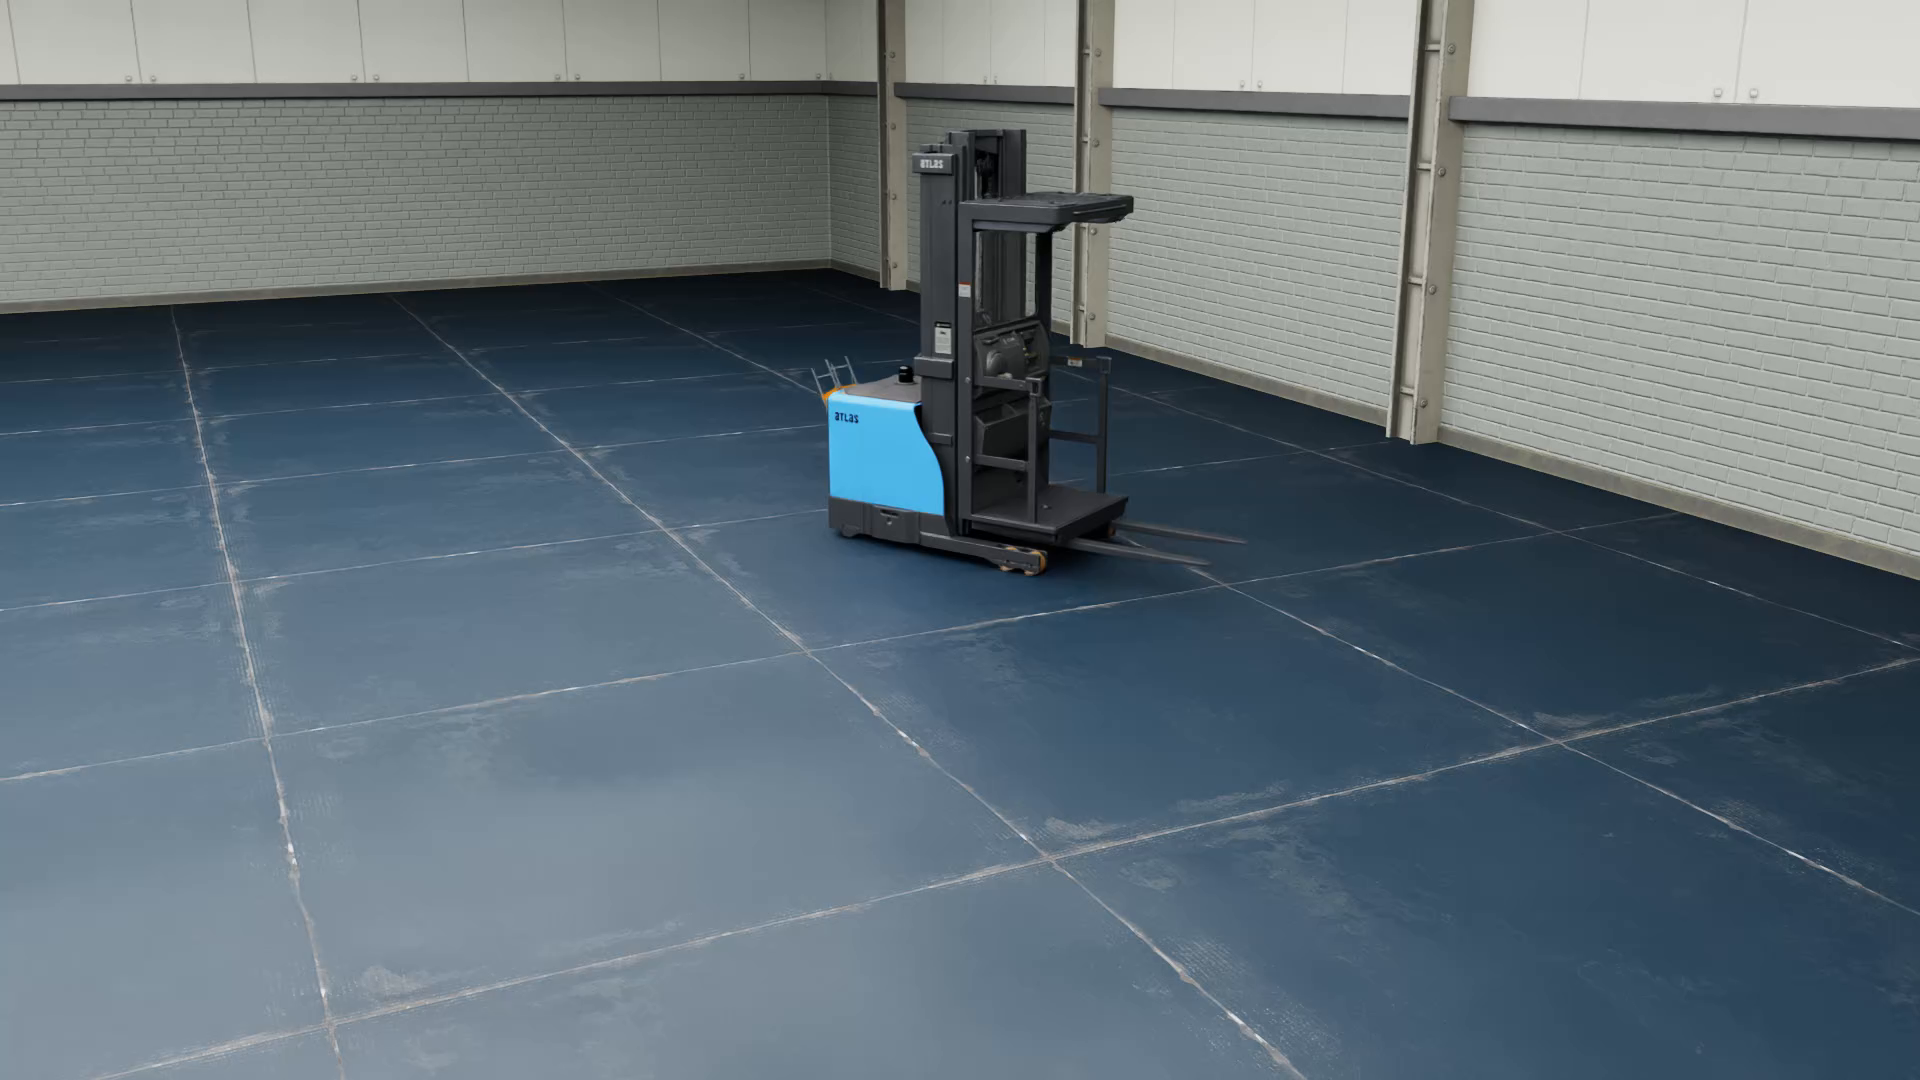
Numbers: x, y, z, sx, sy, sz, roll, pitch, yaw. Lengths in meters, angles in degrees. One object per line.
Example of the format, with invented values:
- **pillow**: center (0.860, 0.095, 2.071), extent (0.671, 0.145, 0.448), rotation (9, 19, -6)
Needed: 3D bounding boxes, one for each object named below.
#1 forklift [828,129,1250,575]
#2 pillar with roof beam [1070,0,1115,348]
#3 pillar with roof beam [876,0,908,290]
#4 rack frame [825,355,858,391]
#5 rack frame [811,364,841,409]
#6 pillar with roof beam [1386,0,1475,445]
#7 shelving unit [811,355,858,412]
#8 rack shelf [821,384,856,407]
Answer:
- **forklift**: center (0.539, -1.333, 11.583), extent (3.031, 2.935, 1.130), rotation (10, 19, 31)
- **pillar with roof beam**: center (-2.270, -6.239, 17.676), extent (9.100, 9.000, 0.400), rotation (-8, 18, -25)
- **pillar with roof beam**: center (-4.899, -7.726, 22.861), extent (9.100, 9.000, 0.400), rotation (-8, 18, -25)
- **rack frame**: center (-0.763, -0.887, 13.103), extent (0.006, 1.200, 0.240), rotation (-24, -4, 43)
- **rack frame**: center (-0.885, -0.831, 13.227), extent (0.006, 1.200, 0.240), rotation (-24, -4, 43)
- **pillar with roof beam**: center (0.358, -4.751, 12.492), extent (9.100, 9.000, 0.400), rotation (-8, 18, -25)
- **shelving unit**: center (-0.824, -0.859, 13.165), extent (0.189, 1.200, 0.258), rotation (-24, -4, 43)
- **rack shelf**: center (-0.939, -1.152, 13.183), extent (0.180, 0.103, 0.258), rotation (-24, -4, 43)
